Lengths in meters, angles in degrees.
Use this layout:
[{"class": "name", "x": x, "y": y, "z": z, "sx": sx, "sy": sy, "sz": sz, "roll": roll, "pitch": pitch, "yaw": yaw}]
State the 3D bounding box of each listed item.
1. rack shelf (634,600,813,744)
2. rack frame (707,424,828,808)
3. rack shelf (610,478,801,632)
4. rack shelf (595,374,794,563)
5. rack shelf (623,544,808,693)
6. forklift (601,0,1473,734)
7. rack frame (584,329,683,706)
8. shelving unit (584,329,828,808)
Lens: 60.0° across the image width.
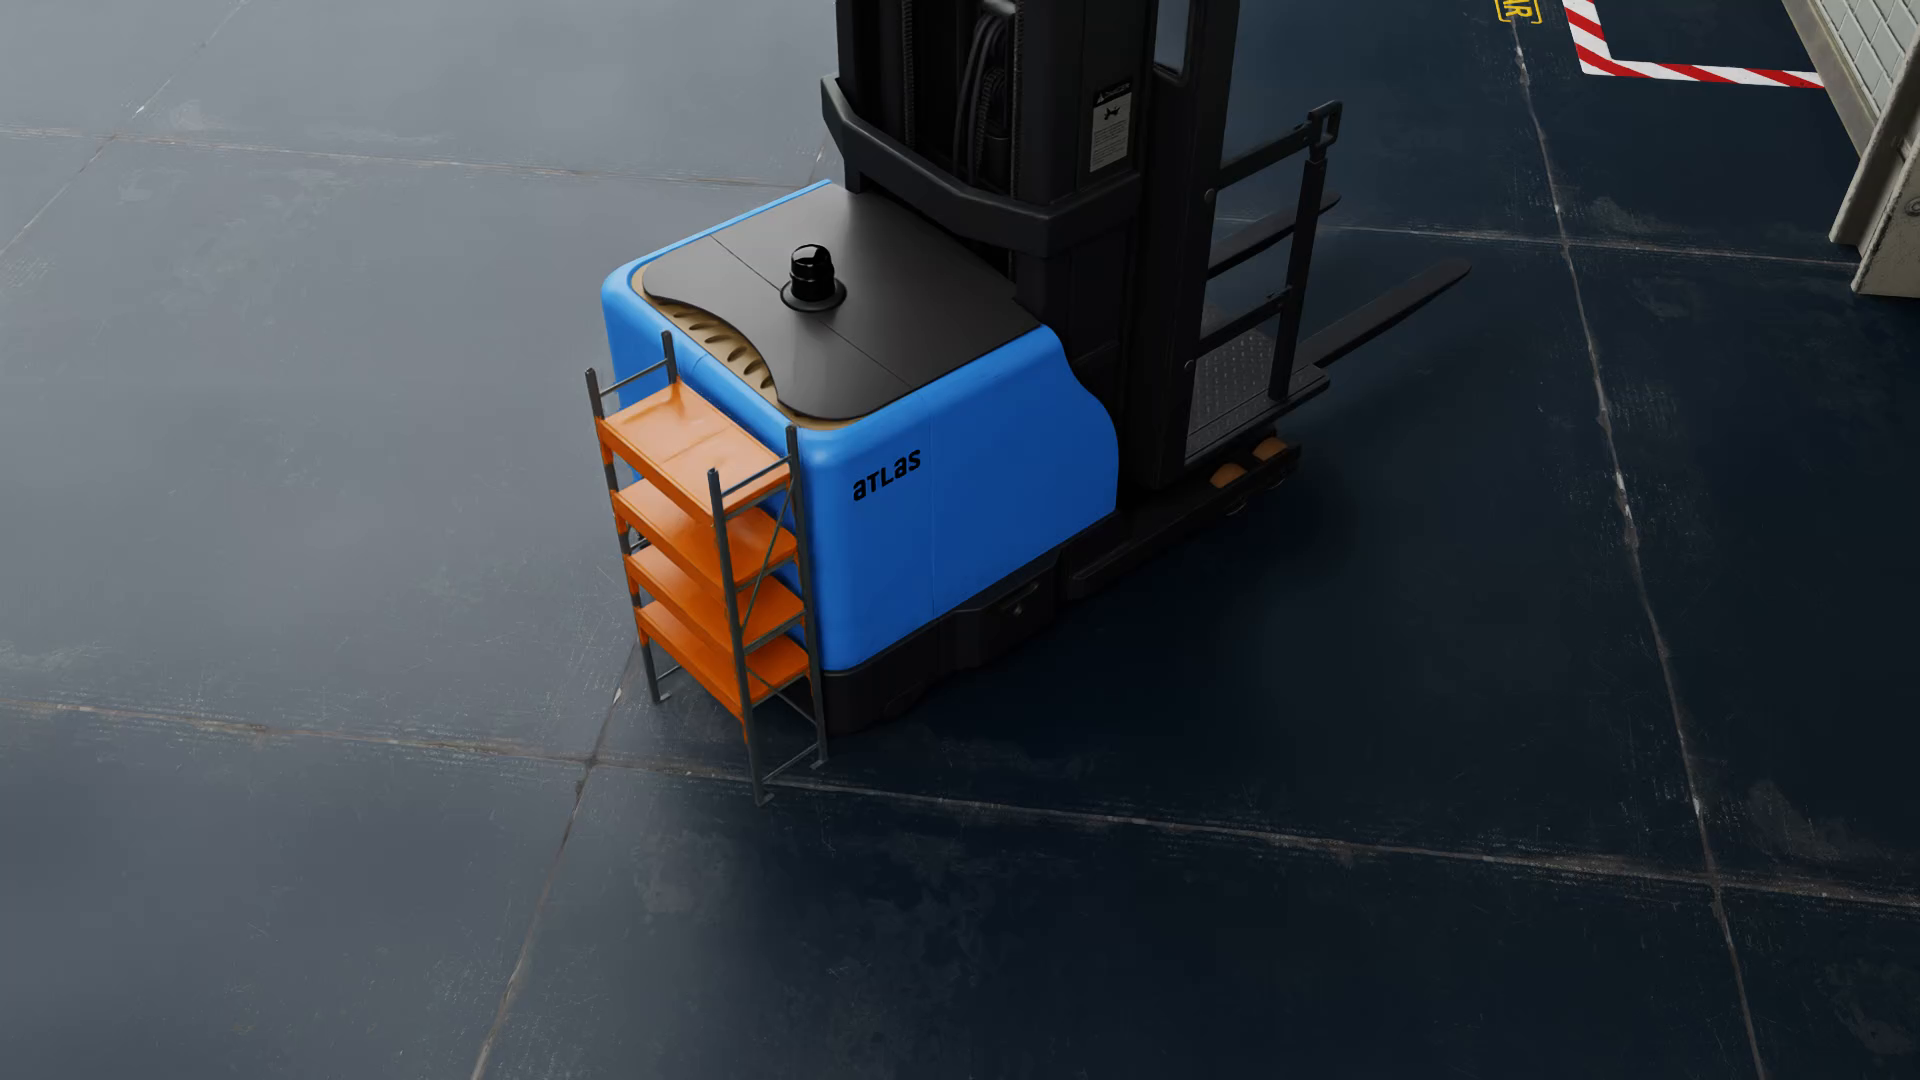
[{"class": "rack shelf", "x": -0.624, "y": 0.297, "z": 4.449, "sx": 0.258, "sy": 0.148, "sz": 0.480, "roll": -32, "pitch": 52, "yaw": -29}, {"class": "rack frame", "x": -0.461, "y": 0.229, "z": 4.134, "sx": 0.240, "sy": 1.200, "sz": 0.015, "roll": -32, "pitch": 52, "yaw": -29}, {"class": "rack shelf", "x": -0.627, "y": -0.008, "z": 4.157, "sx": 0.258, "sy": 0.148, "sz": 0.480, "roll": -32, "pitch": 52, "yaw": -29}, {"class": "rack shelf", "x": -0.628, "y": -0.179, "z": 3.993, "sx": 0.258, "sy": 0.148, "sz": 0.480, "roll": -32, "pitch": 52, "yaw": -29}, {"class": "rack shelf", "x": -0.625, "y": 0.153, "z": 4.311, "sx": 0.258, "sy": 0.148, "sz": 0.480, "roll": -32, "pitch": 52, "yaw": -29}, {"class": "forklift", "x": 0.472, "y": -1.395, "z": 4.592, "sx": 3.031, "sy": 2.935, "sz": 1.130, "roll": -30, "pitch": 51, "yaw": -28}, {"class": "rack frame", "x": -0.790, "y": -0.019, "z": 4.396, "sx": 0.240, "sy": 1.200, "sz": 0.015, "roll": -32, "pitch": 52, "yaw": -29}, {"class": "shelving unit", "x": -0.626, "y": 0.105, "z": 4.265, "sx": 0.258, "sy": 1.200, "sz": 0.503, "roll": -32, "pitch": 52, "yaw": -29}]
